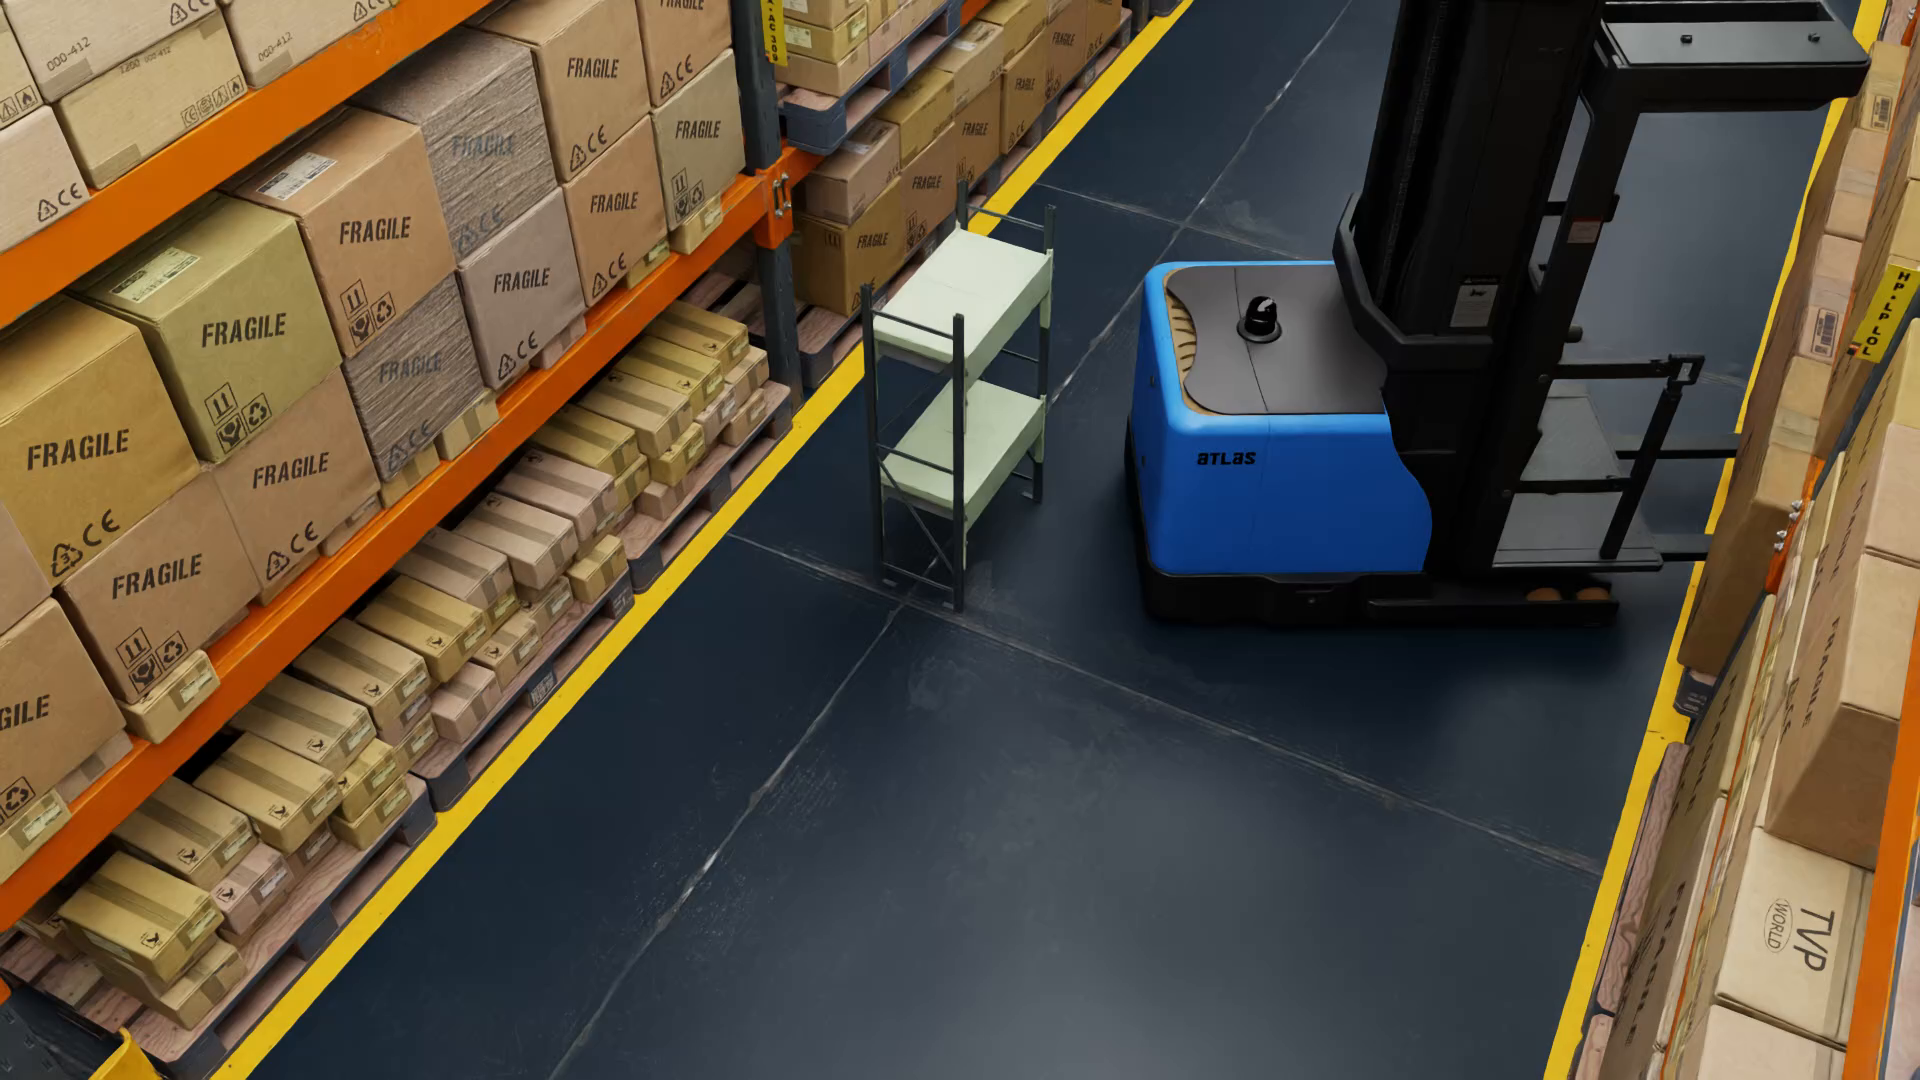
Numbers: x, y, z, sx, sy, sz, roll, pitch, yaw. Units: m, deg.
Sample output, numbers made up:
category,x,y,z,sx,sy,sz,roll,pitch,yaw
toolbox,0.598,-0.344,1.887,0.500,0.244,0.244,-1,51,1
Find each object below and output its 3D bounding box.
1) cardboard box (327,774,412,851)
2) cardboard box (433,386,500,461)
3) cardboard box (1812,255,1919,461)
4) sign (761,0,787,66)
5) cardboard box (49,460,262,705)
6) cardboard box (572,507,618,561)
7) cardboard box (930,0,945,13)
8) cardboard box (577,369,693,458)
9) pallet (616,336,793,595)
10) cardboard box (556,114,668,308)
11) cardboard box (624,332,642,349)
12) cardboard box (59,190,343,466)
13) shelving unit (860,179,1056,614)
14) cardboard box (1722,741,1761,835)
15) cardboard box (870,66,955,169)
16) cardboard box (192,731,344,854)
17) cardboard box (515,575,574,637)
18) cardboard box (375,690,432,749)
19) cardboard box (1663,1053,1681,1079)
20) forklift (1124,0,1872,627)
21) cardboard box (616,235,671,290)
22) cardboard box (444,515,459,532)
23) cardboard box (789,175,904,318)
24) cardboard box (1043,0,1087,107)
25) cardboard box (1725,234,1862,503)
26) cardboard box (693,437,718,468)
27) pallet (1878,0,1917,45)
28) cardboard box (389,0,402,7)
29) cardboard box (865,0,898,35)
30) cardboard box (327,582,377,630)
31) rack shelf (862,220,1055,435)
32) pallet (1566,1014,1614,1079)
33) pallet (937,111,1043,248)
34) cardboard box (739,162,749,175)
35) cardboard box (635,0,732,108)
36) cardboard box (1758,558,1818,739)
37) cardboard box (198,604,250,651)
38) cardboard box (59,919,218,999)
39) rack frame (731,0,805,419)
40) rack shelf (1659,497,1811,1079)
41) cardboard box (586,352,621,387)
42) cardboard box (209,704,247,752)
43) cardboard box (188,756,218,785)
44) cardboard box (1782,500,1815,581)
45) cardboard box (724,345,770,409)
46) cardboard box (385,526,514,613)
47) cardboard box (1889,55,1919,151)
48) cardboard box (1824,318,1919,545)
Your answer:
category,x,y,z,sx,sy,sz,roll,pitch,yaw
cardboard box,-2.141,0.874,5.766,0.380,0.149,0.250,21,49,20
cardboard box,-1.773,-0.446,5.539,0.380,0.149,0.250,21,49,20
cardboard box,3.136,-0.519,5.364,0.500,0.500,0.500,21,49,19
sign,-0.701,-1.931,6.220,0.100,0.325,0.005,20,49,19
cardboard box,-2.363,0.042,4.600,0.500,0.500,0.500,21,49,19
cardboard box,-1.578,-0.105,6.525,0.380,0.149,0.250,22,49,20
cardboard box,-0.234,-2.447,7.221,0.380,0.149,0.250,21,49,19
cardboard box,-1.313,-0.512,6.718,0.380,0.149,0.250,20,49,19
pallet,-1.466,-0.386,7.263,1.003,0.211,1.213,20,49,19
cardboard box,-1.402,-1.216,5.843,0.500,0.500,0.500,19,48,18
cardboard box,-1.529,-1.007,7.207,0.380,0.149,0.250,22,49,21
cardboard box,-2.109,-0.607,4.539,0.500,0.500,0.500,19,48,18
shelving unit,0.003,-0.531,6.501,0.431,1.500,0.755,20,49,19
cardboard box,2.246,0.725,4.381,0.380,0.149,0.250,20,49,19
cardboard box,-0.363,-2.048,7.880,0.500,0.250,0.500,22,49,20
cardboard box,-2.246,0.817,5.404,0.380,0.149,0.250,20,49,19
cardboard box,-1.727,0.208,6.425,0.380,0.149,0.250,21,49,20
cardboard box,-2.105,0.562,5.865,0.380,0.149,0.250,18,48,17
cardboard box,1.771,1.368,3.745,0.380,0.149,0.250,21,49,19
forklift,2.241,-1.061,6.017,3.031,2.935,1.130,-1,45,-1
cardboard box,-1.311,-1.108,6.193,0.380,0.149,0.250,22,49,21
cardboard box,-2.206,-0.101,6.521,0.380,0.149,0.250,20,49,19
cardboard box,-0.607,-1.448,7.814,0.500,0.500,0.500,22,49,21
cardboard box,0.353,-2.763,9.114,0.500,0.500,0.500,22,49,21
cardboard box,3.854,-0.473,6.587,1.225,0.875,0.875,19,48,18
cardboard box,-1.260,-0.451,7.075,0.380,0.149,0.250,22,49,20
pallet,5.949,-2.896,9.744,1.003,0.211,1.213,20,49,19
cardboard box,-1.651,-1.773,4.670,0.500,0.250,0.500,20,49,19
cardboard box,-0.476,-2.225,6.792,0.380,0.149,0.250,20,49,18
cardboard box,-2.373,0.144,6.070,0.380,0.149,0.250,19,48,18
rack shelf,0.003,-0.806,6.223,0.431,0.370,0.720,20,49,19
pallet,2.174,2.106,4.801,1.003,0.211,1.213,20,49,19
pallet,-0.260,-2.083,8.940,1.003,0.211,1.213,20,49,19
cardboard box,-1.063,-1.886,7.720,0.500,0.250,0.500,19,48,18
cardboard box,-1.164,-1.906,5.823,0.500,0.500,0.500,19,48,18
cardboard box,2.476,0.370,4.452,0.500,0.250,0.500,20,49,19
cardboard box,-2.349,0.177,4.922,0.380,0.149,0.250,23,50,21
cardboard box,-2.571,1.224,5.211,0.380,0.149,0.250,22,49,21
rack frame,-1.185,-1.801,6.701,1.000,3.000,0.127,20,49,19
rack shelf,2.233,1.413,4.030,1.077,0.370,4.000,20,49,19
cardboard box,-1.675,-0.739,7.151,0.380,0.149,0.250,21,49,19
cardboard box,-2.594,0.579,5.848,0.380,0.149,0.250,20,49,19
cardboard box,-2.754,0.840,5.800,0.380,0.149,0.250,20,49,19
cardboard box,2.729,0.065,5.033,0.380,0.149,0.250,21,49,19
cardboard box,-1.050,-0.747,7.159,0.380,0.149,0.250,21,49,20
cardboard box,-1.873,0.121,6.092,0.380,0.149,0.250,21,49,19
cardboard box,4.079,-1.788,6.618,0.500,0.500,0.500,20,49,18
cardboard box,2.712,-0.197,4.485,0.500,0.500,0.500,20,49,19
